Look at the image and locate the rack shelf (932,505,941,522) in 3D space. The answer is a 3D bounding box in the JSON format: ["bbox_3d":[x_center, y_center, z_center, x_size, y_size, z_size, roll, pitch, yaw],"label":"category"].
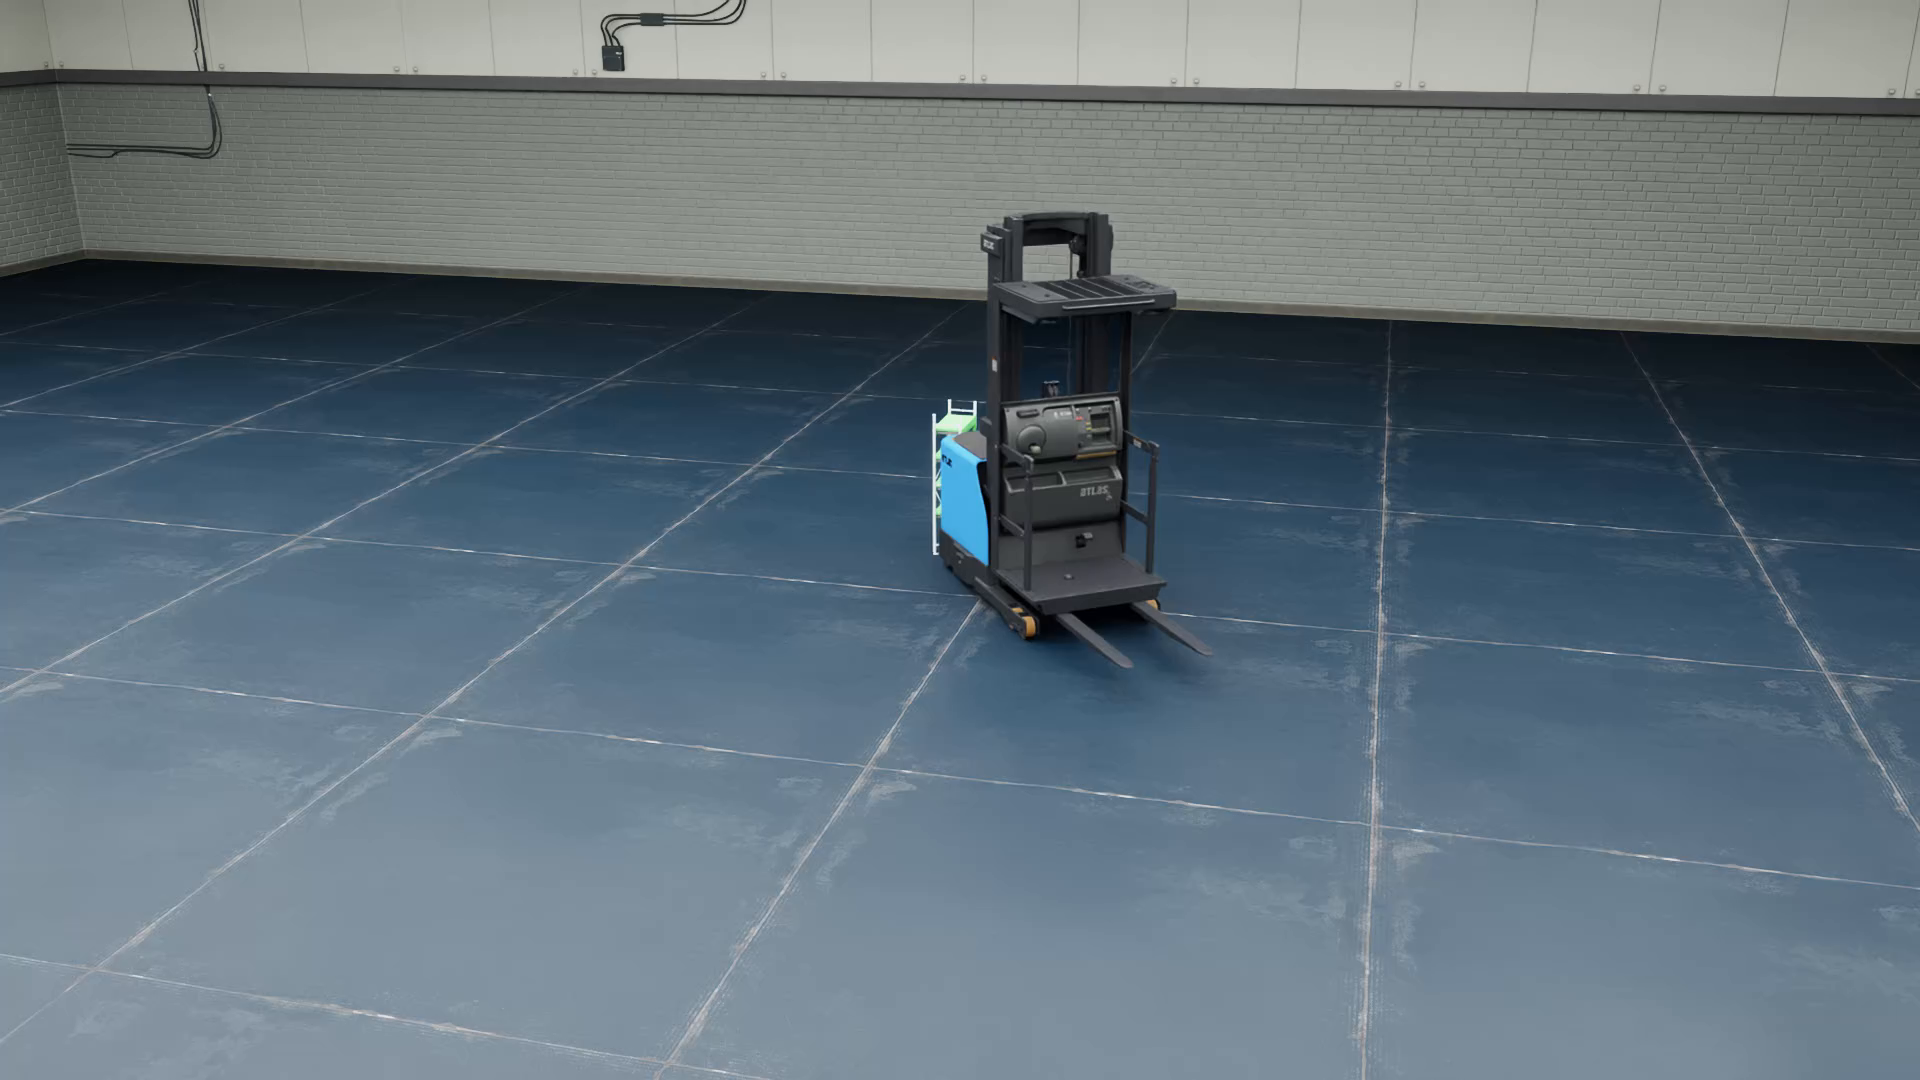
[{"bbox_3d":[-0.044,-0.231,13.946,0.258,0.148,0.480,5,20,14],"label":"rack shelf"}]

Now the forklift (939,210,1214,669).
[{"bbox_3d":[0.847,-0.823,12.061,1.130,2.935,3.031,-7,20,-20],"label":"forklift"}]

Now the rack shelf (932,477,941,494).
[{"bbox_3d":[-0.043,-0.458,13.868,0.258,0.148,0.480,5,20,14],"label":"rack shelf"}]

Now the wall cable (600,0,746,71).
[{"bbox_3d":[-4.191,-9.757,23.568,2.305,6.003,0.169,5,19,13],"label":"wall cable"}]

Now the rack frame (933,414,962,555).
[{"bbox_3d":[-0.104,-0.442,13.624,0.240,1.200,0.015,5,20,14],"label":"rack frame"}]

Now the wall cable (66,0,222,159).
[{"bbox_3d":[-13.393,-7.432,26.830,3.097,2.526,0.112,5,19,13],"label":"wall cable"}]

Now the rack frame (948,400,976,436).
[{"bbox_3d":[0.017,-0.596,14.071,0.240,1.200,0.015,5,20,14],"label":"rack frame"}]

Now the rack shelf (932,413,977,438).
[{"bbox_3d":[-0.042,-0.912,13.712,0.258,0.148,0.480,5,20,14],"label":"rack shelf"}]

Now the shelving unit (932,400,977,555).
[{"bbox_3d":[-0.043,-0.519,13.847,0.258,1.200,0.503,5,20,14],"label":"shelving unit"}]

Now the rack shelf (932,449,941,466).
[{"bbox_3d":[-0.043,-0.685,13.790,0.258,0.148,0.480,5,20,14],"label":"rack shelf"}]
